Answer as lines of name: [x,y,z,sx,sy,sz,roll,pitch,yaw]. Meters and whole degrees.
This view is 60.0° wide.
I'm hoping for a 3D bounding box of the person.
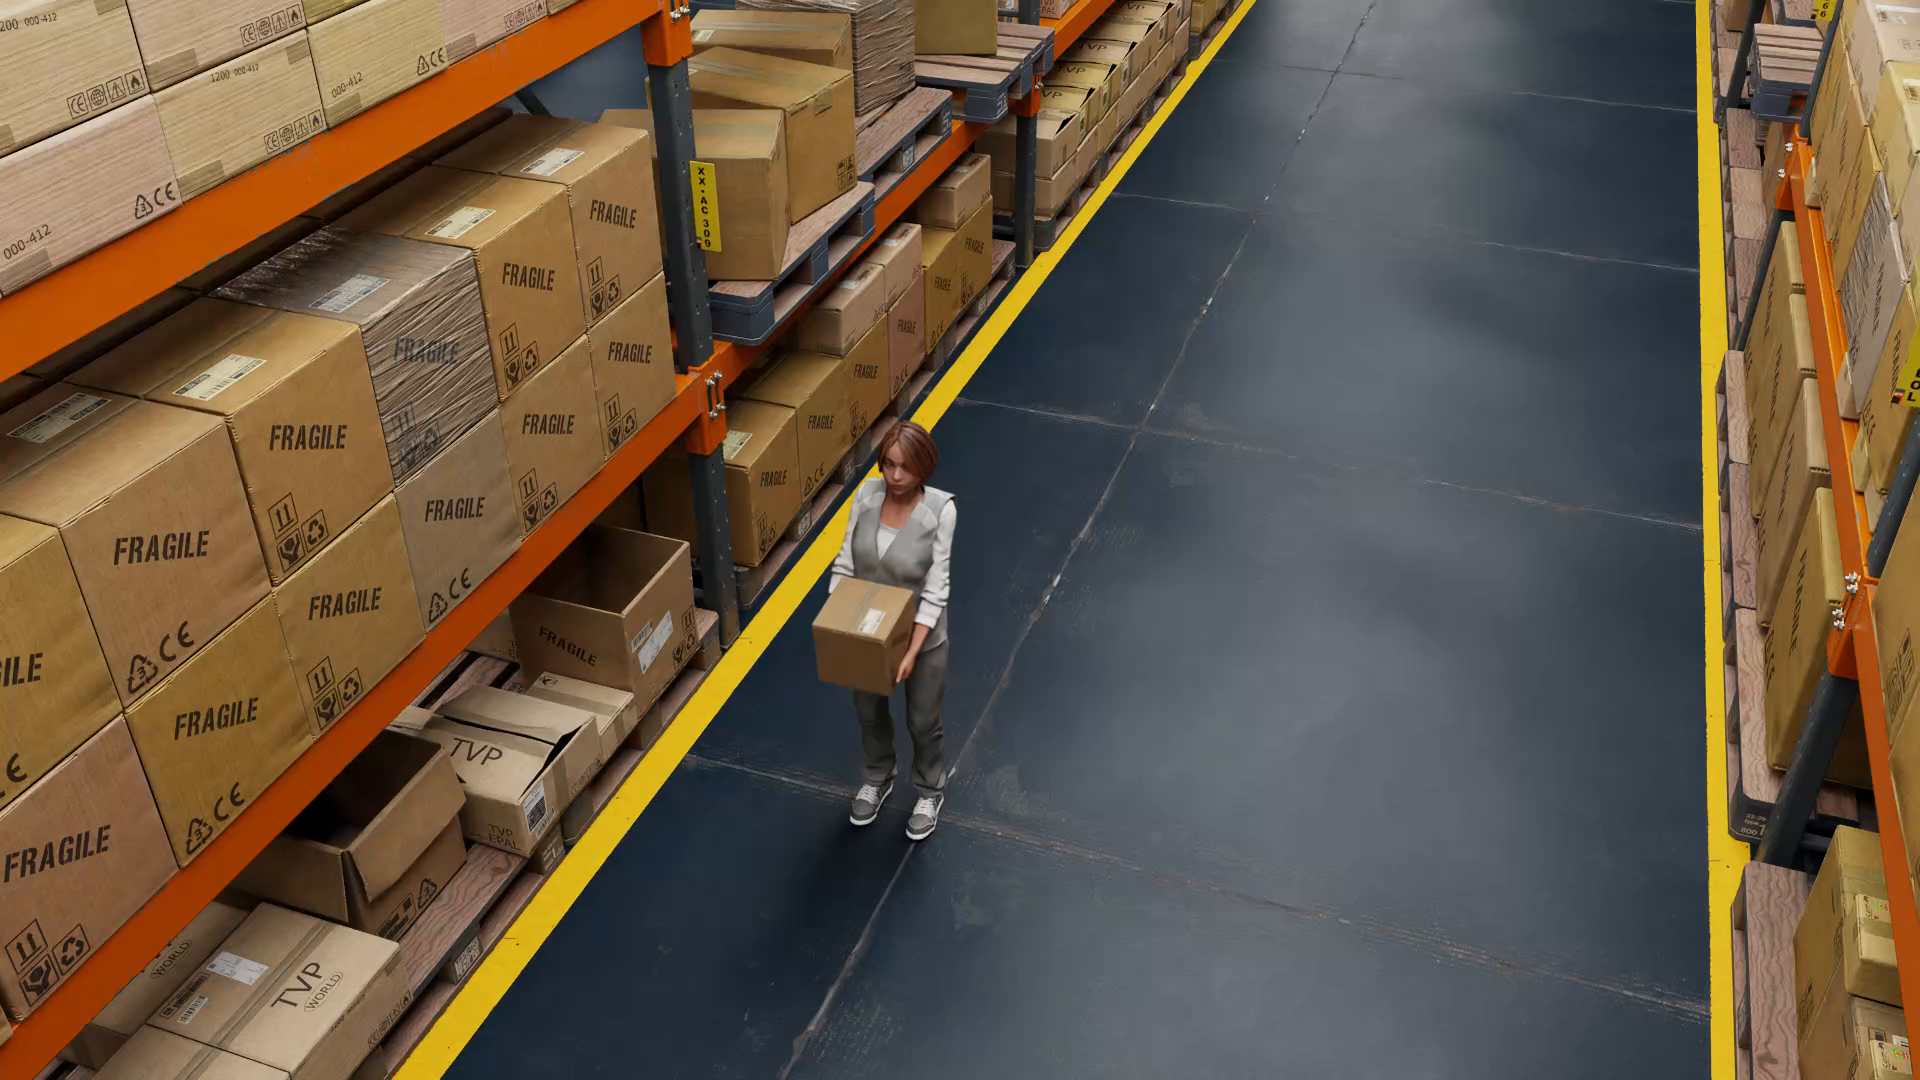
person: [-0.235,0.364,5.610,0.406,1.588,0.492,12,35,17]
